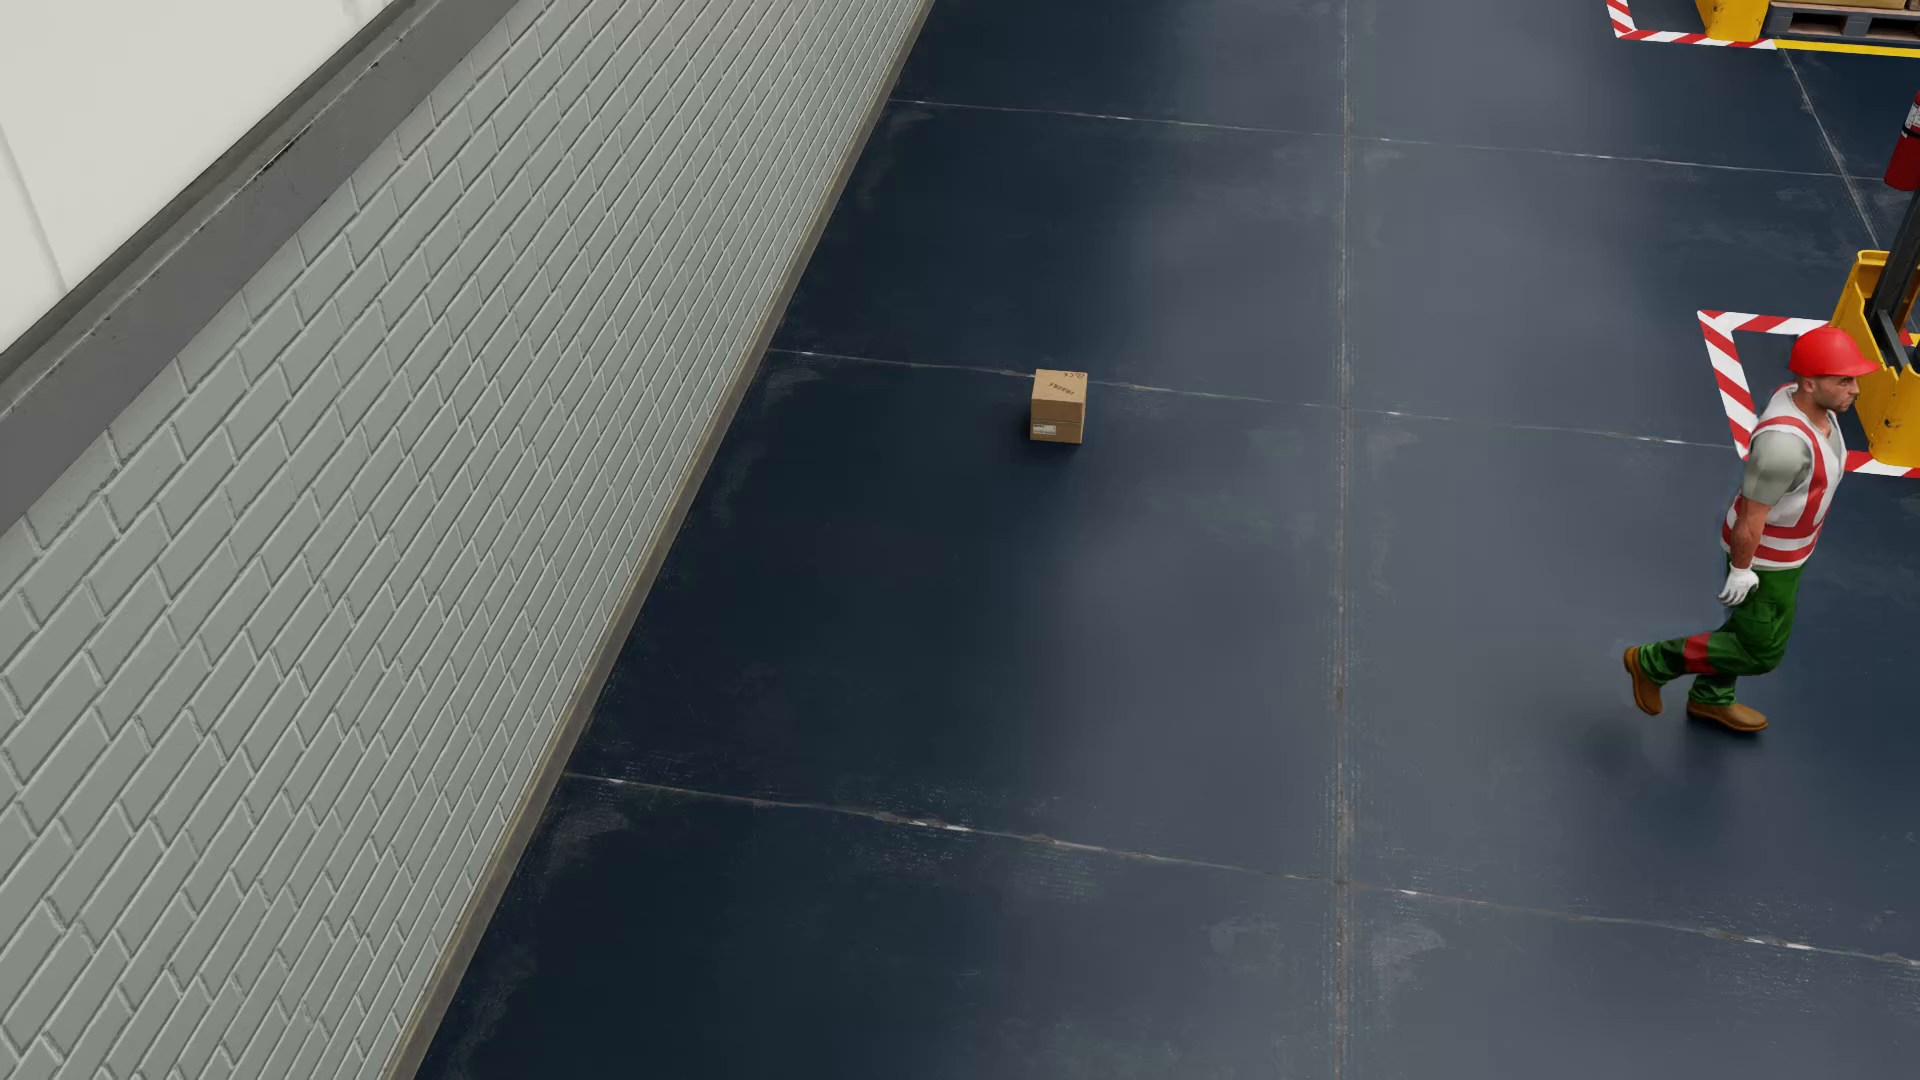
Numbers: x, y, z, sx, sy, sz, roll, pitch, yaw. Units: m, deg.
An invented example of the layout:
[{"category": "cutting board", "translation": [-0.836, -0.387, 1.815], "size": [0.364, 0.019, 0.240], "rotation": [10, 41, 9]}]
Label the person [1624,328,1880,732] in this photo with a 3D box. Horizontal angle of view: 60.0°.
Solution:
[{"category": "person", "translation": [2.921, 0.004, 6.100], "size": [0.569, 1.782, 0.537], "rotation": [24, 46, 26]}]
